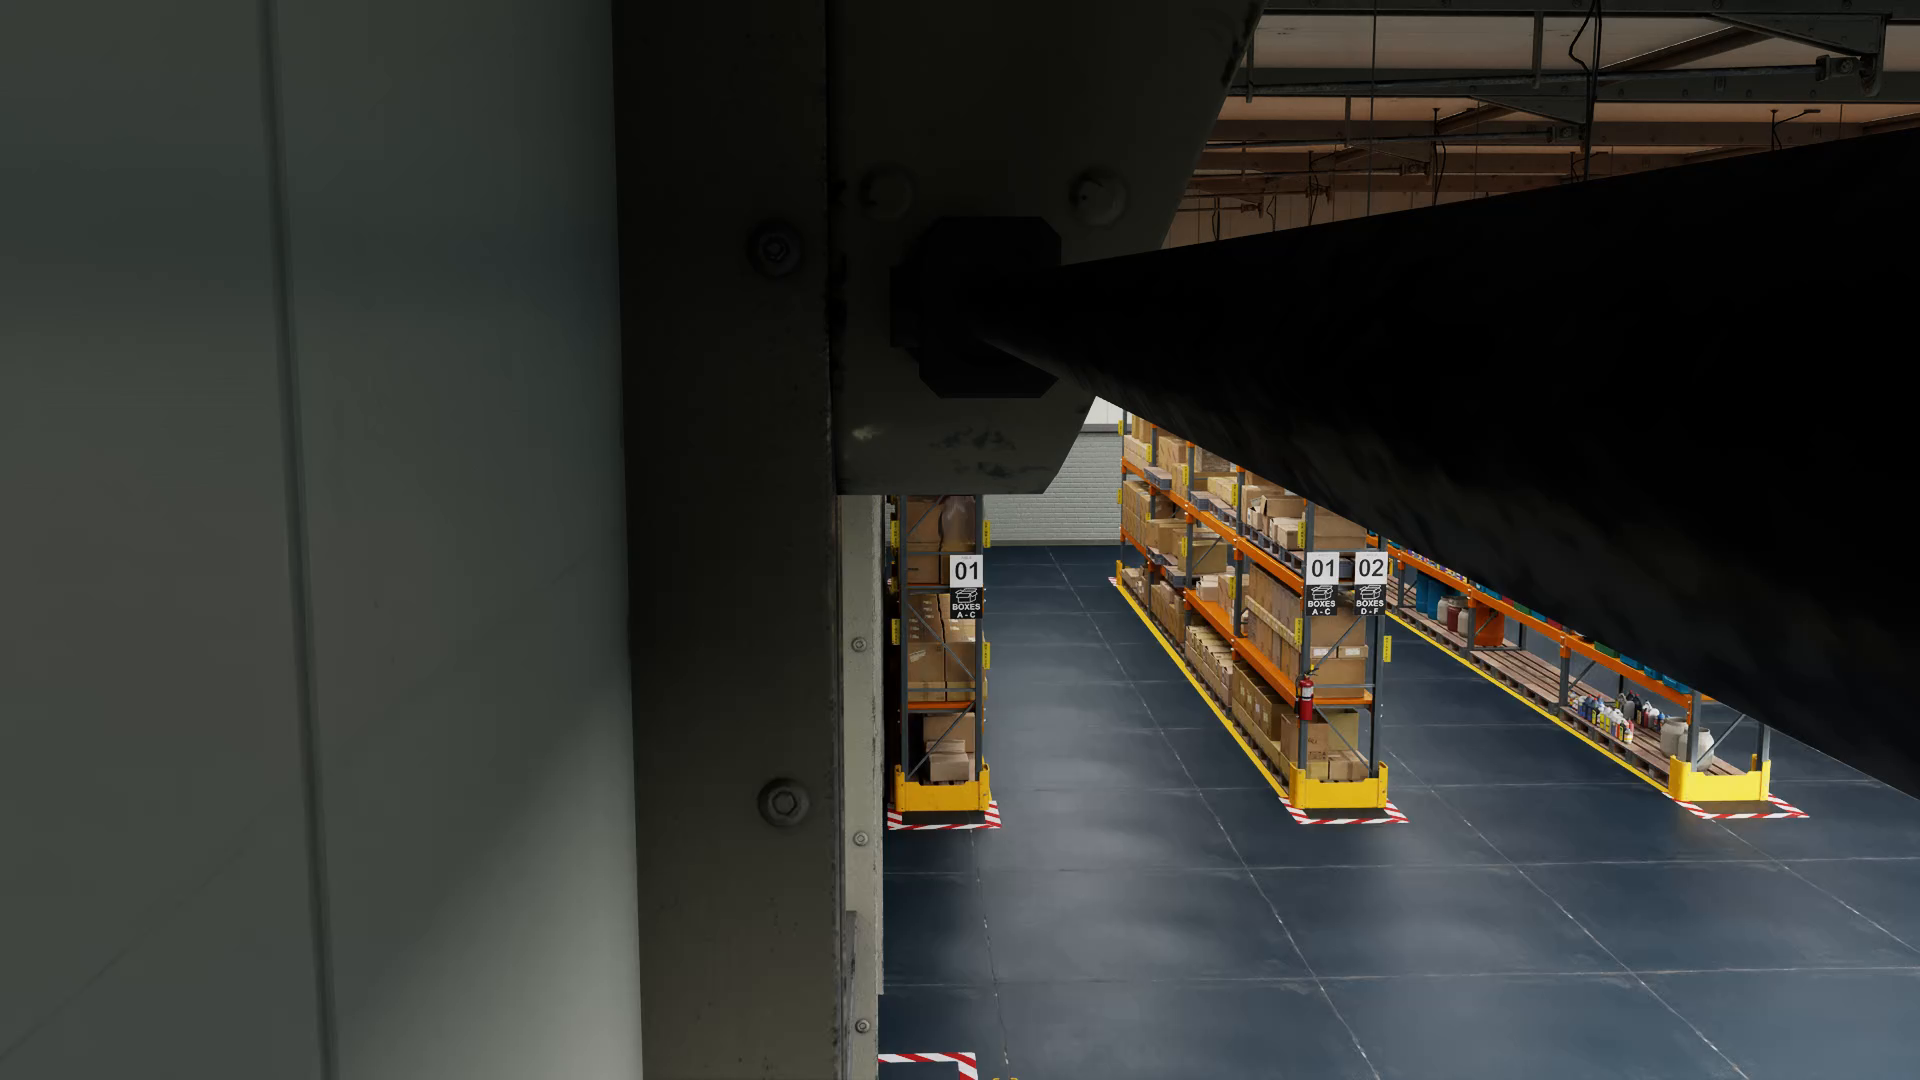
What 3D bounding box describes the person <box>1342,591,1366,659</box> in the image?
[{"bbox_3d":[6.907,1.204,29.248,0.563,1.726,0.778,-1,8,-7],"label":"person"}]
